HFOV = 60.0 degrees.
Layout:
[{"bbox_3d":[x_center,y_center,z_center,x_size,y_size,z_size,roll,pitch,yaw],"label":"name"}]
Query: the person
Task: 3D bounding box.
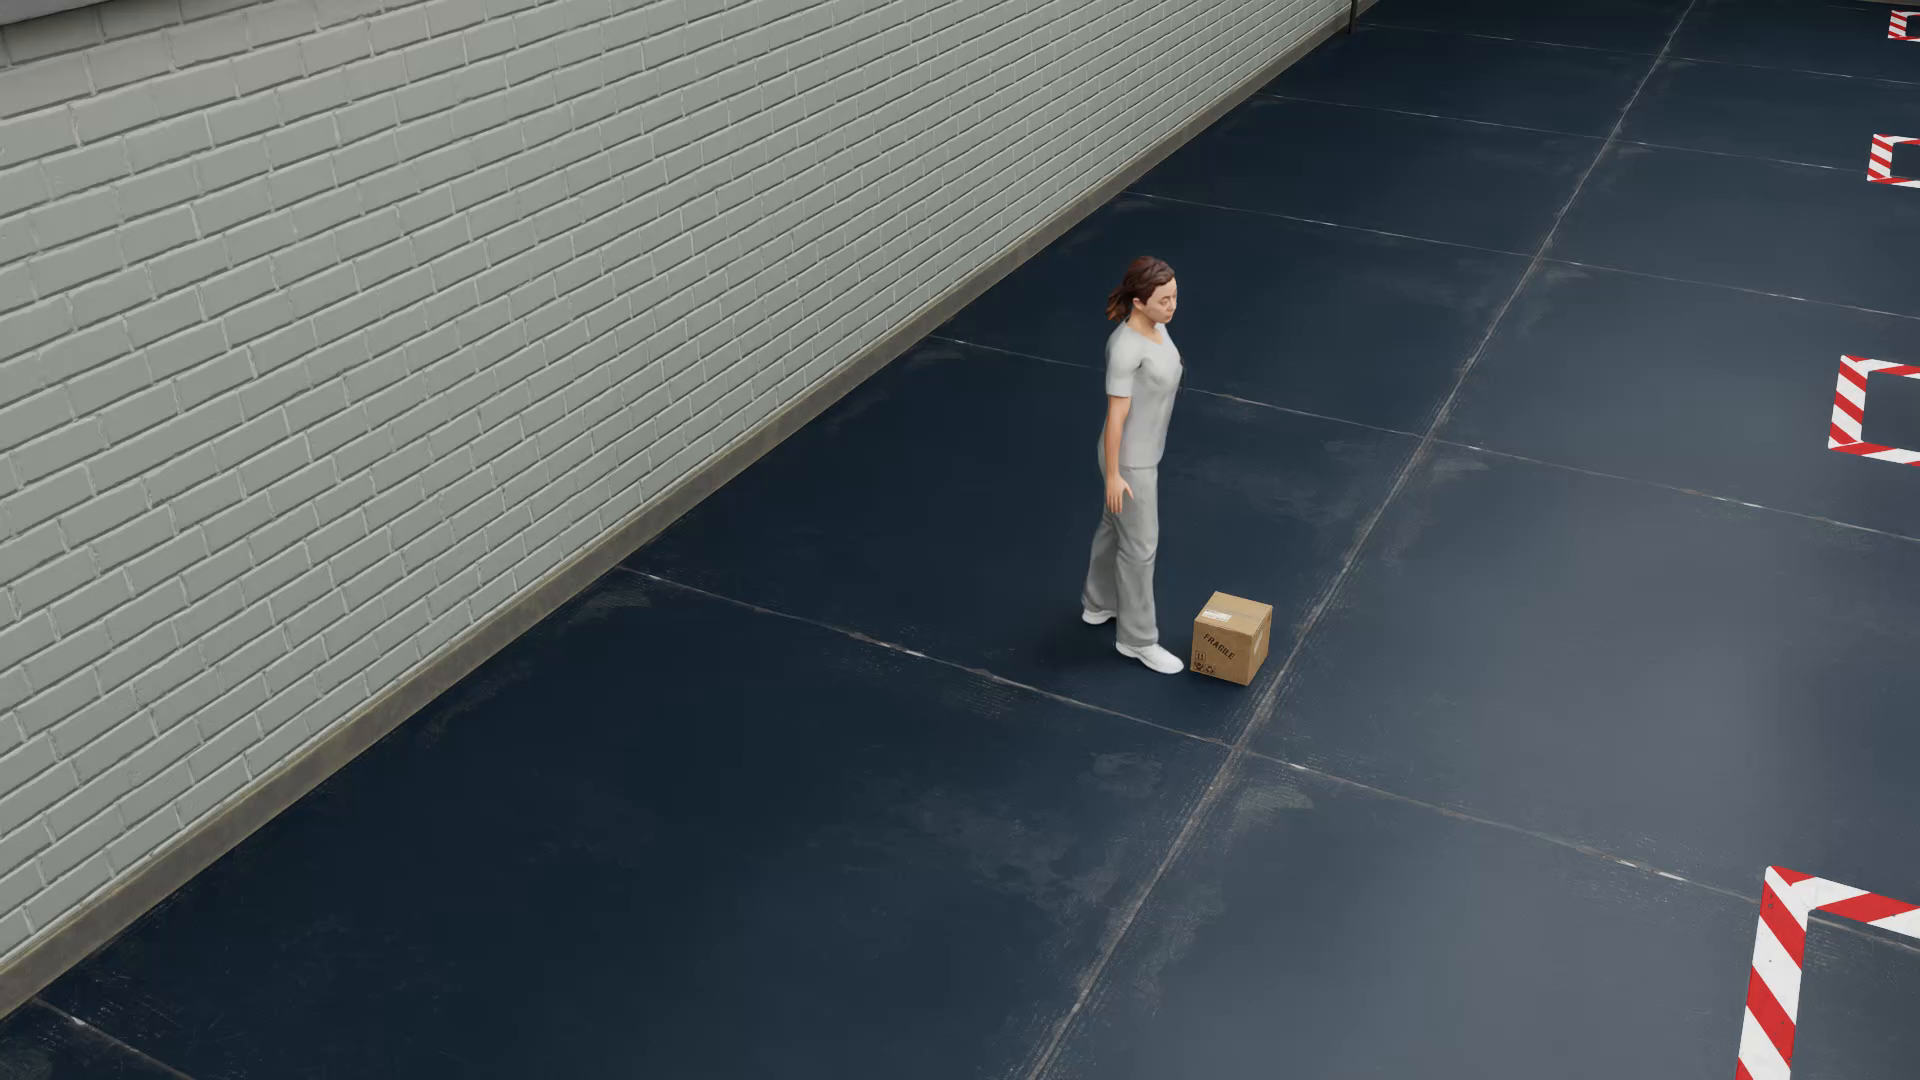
[{"bbox_3d":[0.739,-0.314,6.638,0.501,1.680,0.540,9,31,15],"label":"person"}]
